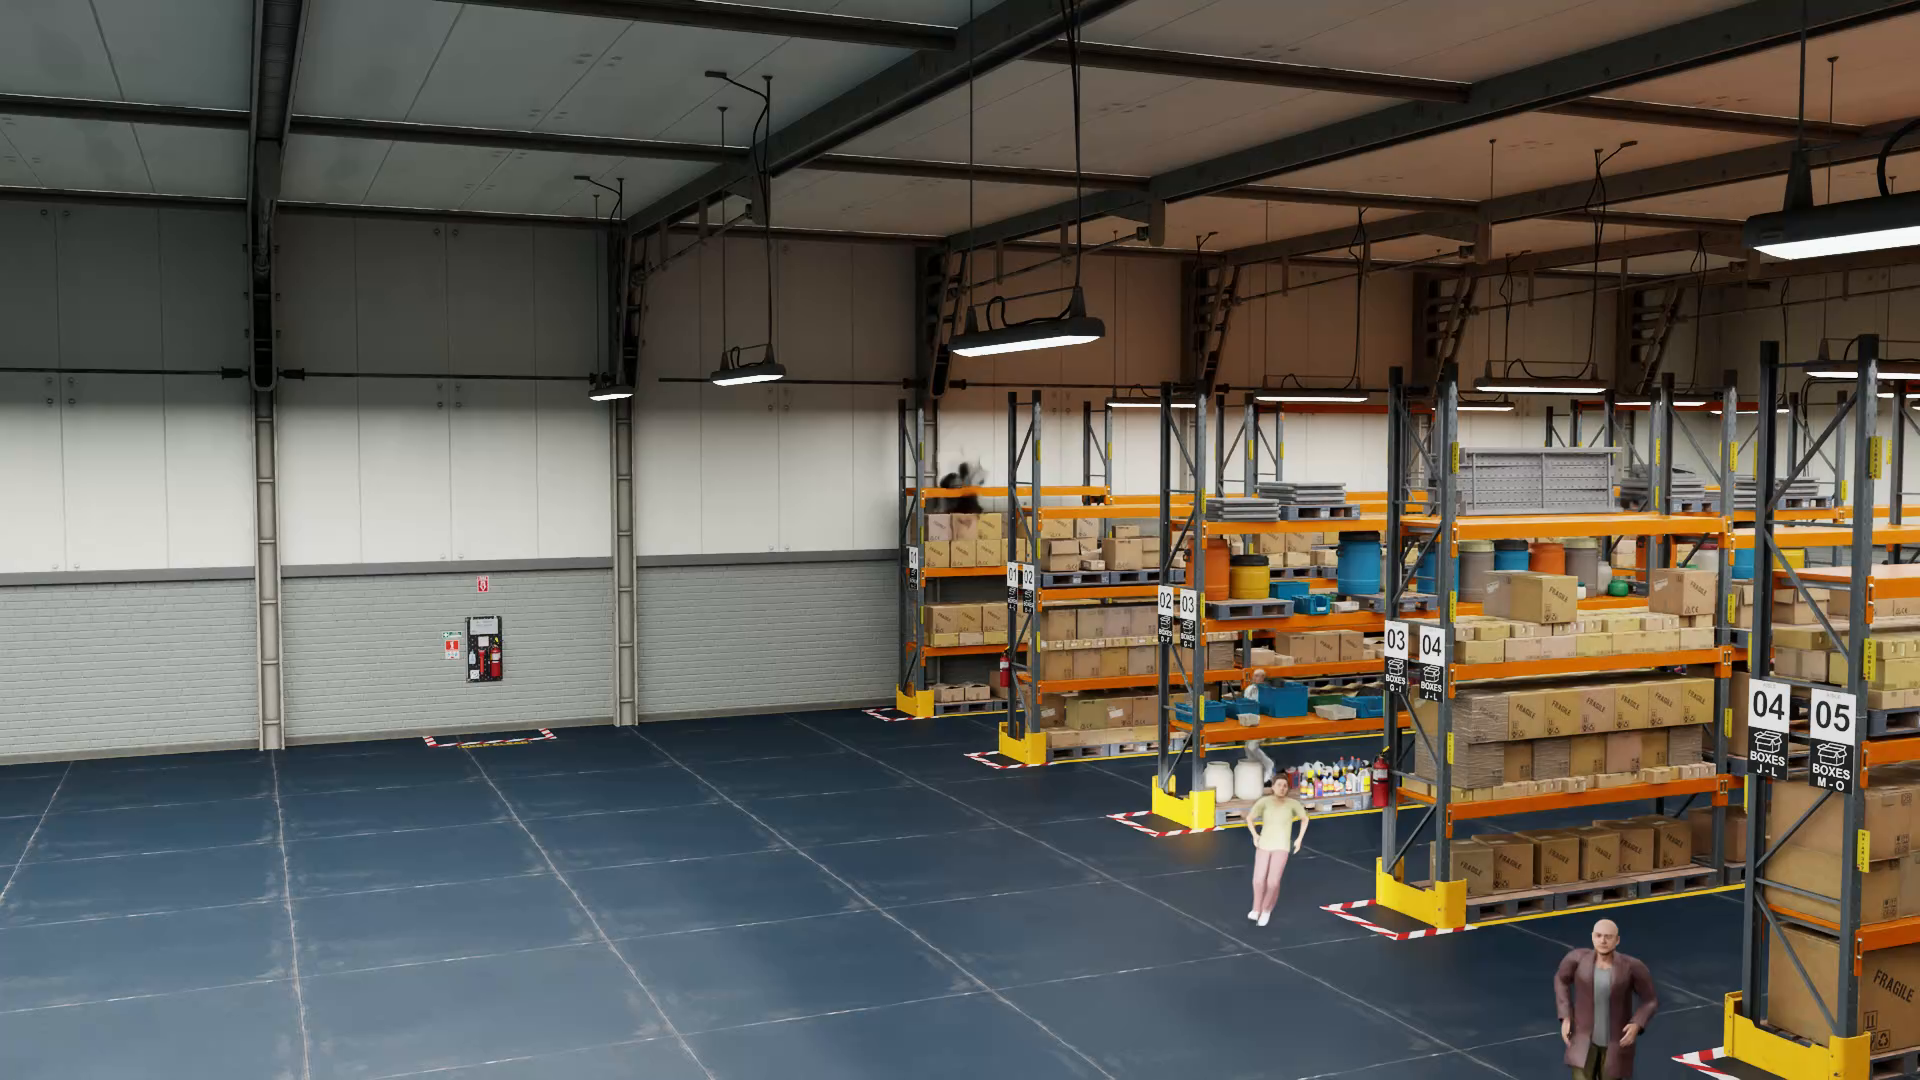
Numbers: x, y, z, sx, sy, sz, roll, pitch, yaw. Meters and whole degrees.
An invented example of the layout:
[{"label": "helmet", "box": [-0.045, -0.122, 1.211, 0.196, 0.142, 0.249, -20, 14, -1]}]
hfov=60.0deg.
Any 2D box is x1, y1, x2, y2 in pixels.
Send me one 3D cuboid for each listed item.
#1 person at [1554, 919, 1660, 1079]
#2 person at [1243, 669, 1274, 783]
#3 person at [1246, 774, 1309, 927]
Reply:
[{"label": "person", "box": [4.632, 3.592, 11.966, 0.725, 1.747, 0.631, 2, 4, 25]}, {"label": "person", "box": [4.442, 2.814, 25.097, 0.630, 1.733, 0.698, -2, 4, -36]}, {"label": "person", "box": [3.369, 3.305, 17.760, 0.638, 1.632, 0.636, 1, 4, 20]}]
